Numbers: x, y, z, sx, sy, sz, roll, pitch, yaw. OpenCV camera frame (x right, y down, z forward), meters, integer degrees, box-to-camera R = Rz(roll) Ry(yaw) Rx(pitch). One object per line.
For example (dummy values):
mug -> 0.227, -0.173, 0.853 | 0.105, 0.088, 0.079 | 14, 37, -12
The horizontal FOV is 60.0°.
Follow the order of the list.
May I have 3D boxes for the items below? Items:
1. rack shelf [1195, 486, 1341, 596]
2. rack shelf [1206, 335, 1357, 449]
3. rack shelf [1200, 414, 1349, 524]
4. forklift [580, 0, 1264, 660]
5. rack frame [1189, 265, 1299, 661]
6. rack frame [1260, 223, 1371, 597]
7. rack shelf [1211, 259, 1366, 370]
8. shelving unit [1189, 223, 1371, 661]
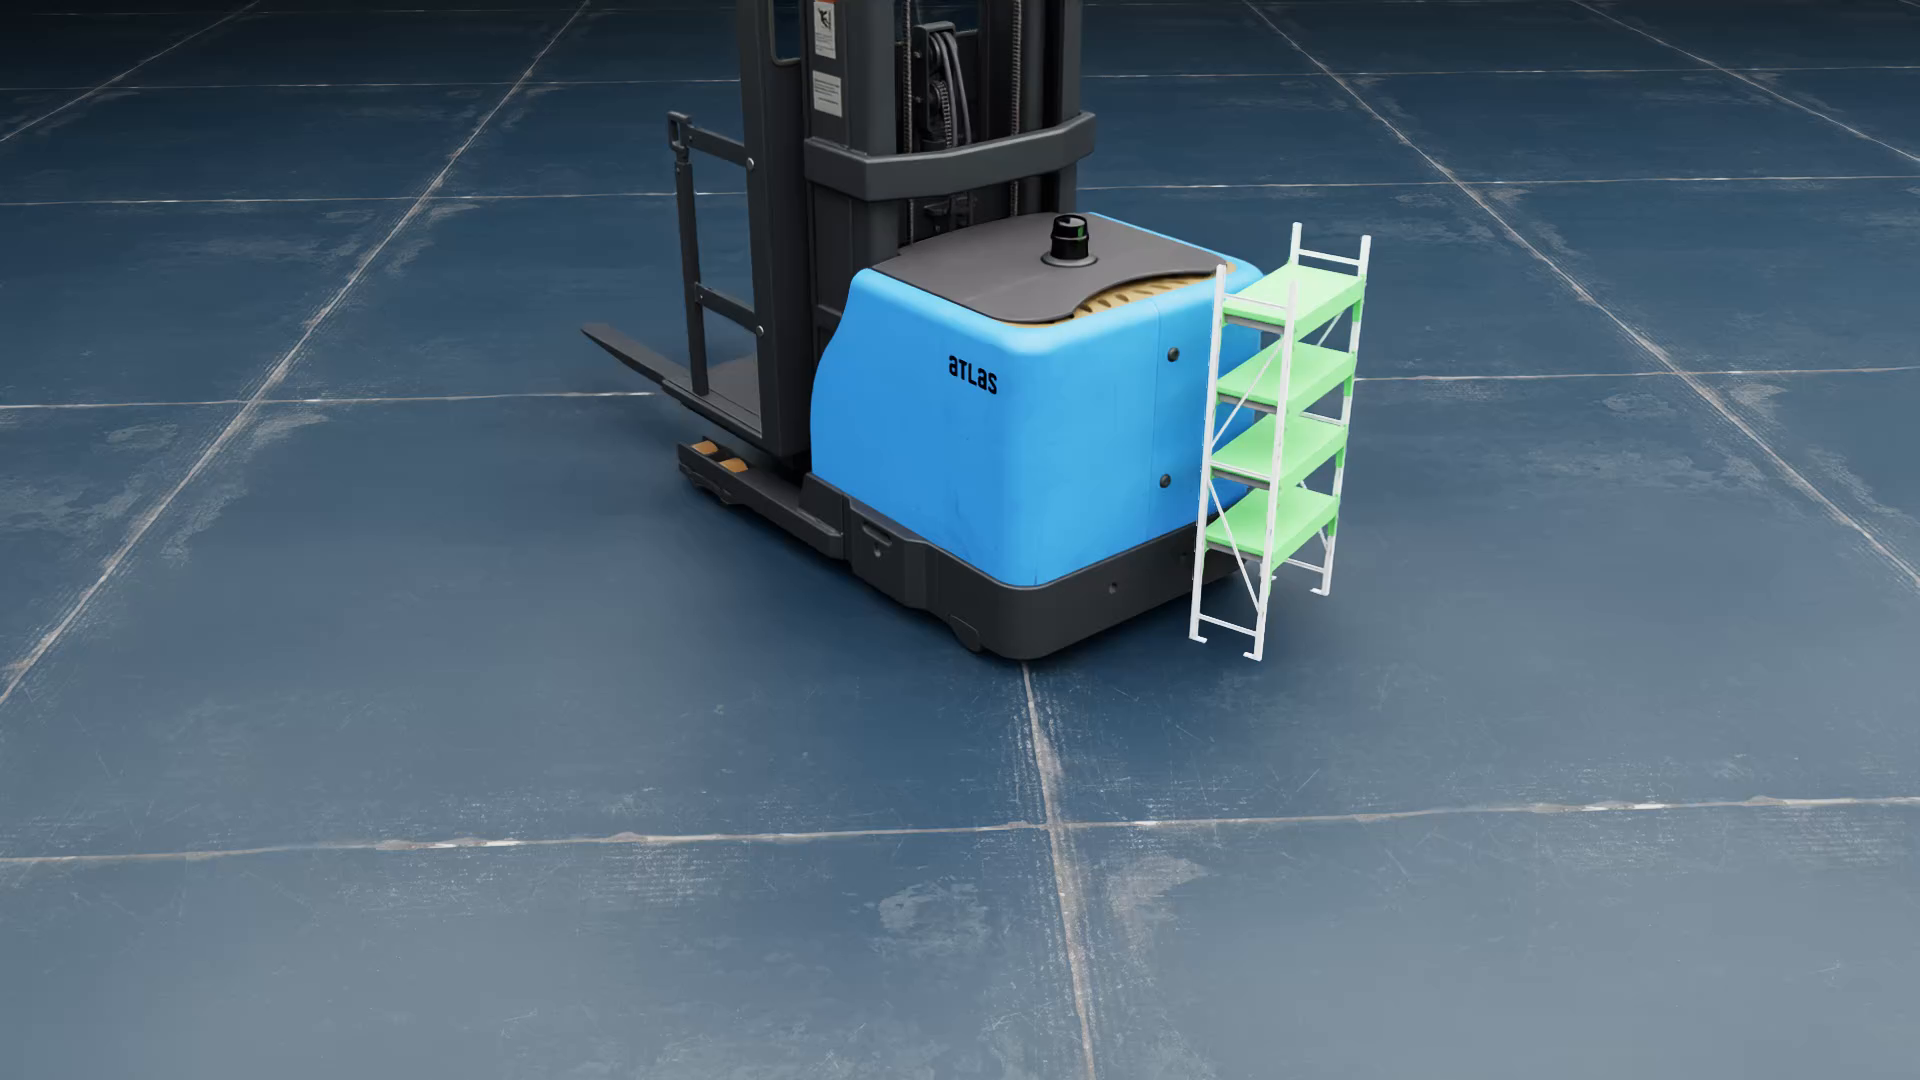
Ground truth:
rack shelf -> 0.956, -0.022, 5.151 | 0.258, 0.148, 0.480 | 18, 33, 31
rack shelf -> 0.956, -0.447, 4.929 | 0.258, 0.148, 0.480 | 18, 33, 31
rack shelf -> 0.956, -0.234, 5.040 | 0.258, 0.148, 0.480 | 18, 33, 31
forklift -> -0.380, -1.556, 5.564 | 1.130, 2.935, 3.031 | -21, 34, -34
rack frame -> 0.815, -0.199, 4.834 | 0.240, 1.200, 0.015 | 18, 33, 31
rack frame -> 1.097, -0.383, 5.187 | 0.240, 1.200, 0.015 | 18, 33, 31
rack shelf -> 0.956, -0.660, 4.818 | 0.258, 0.148, 0.480 | 18, 33, 31
shelving unit -> 0.956, -0.291, 5.011 | 0.258, 1.200, 0.503 | 18, 33, 31
